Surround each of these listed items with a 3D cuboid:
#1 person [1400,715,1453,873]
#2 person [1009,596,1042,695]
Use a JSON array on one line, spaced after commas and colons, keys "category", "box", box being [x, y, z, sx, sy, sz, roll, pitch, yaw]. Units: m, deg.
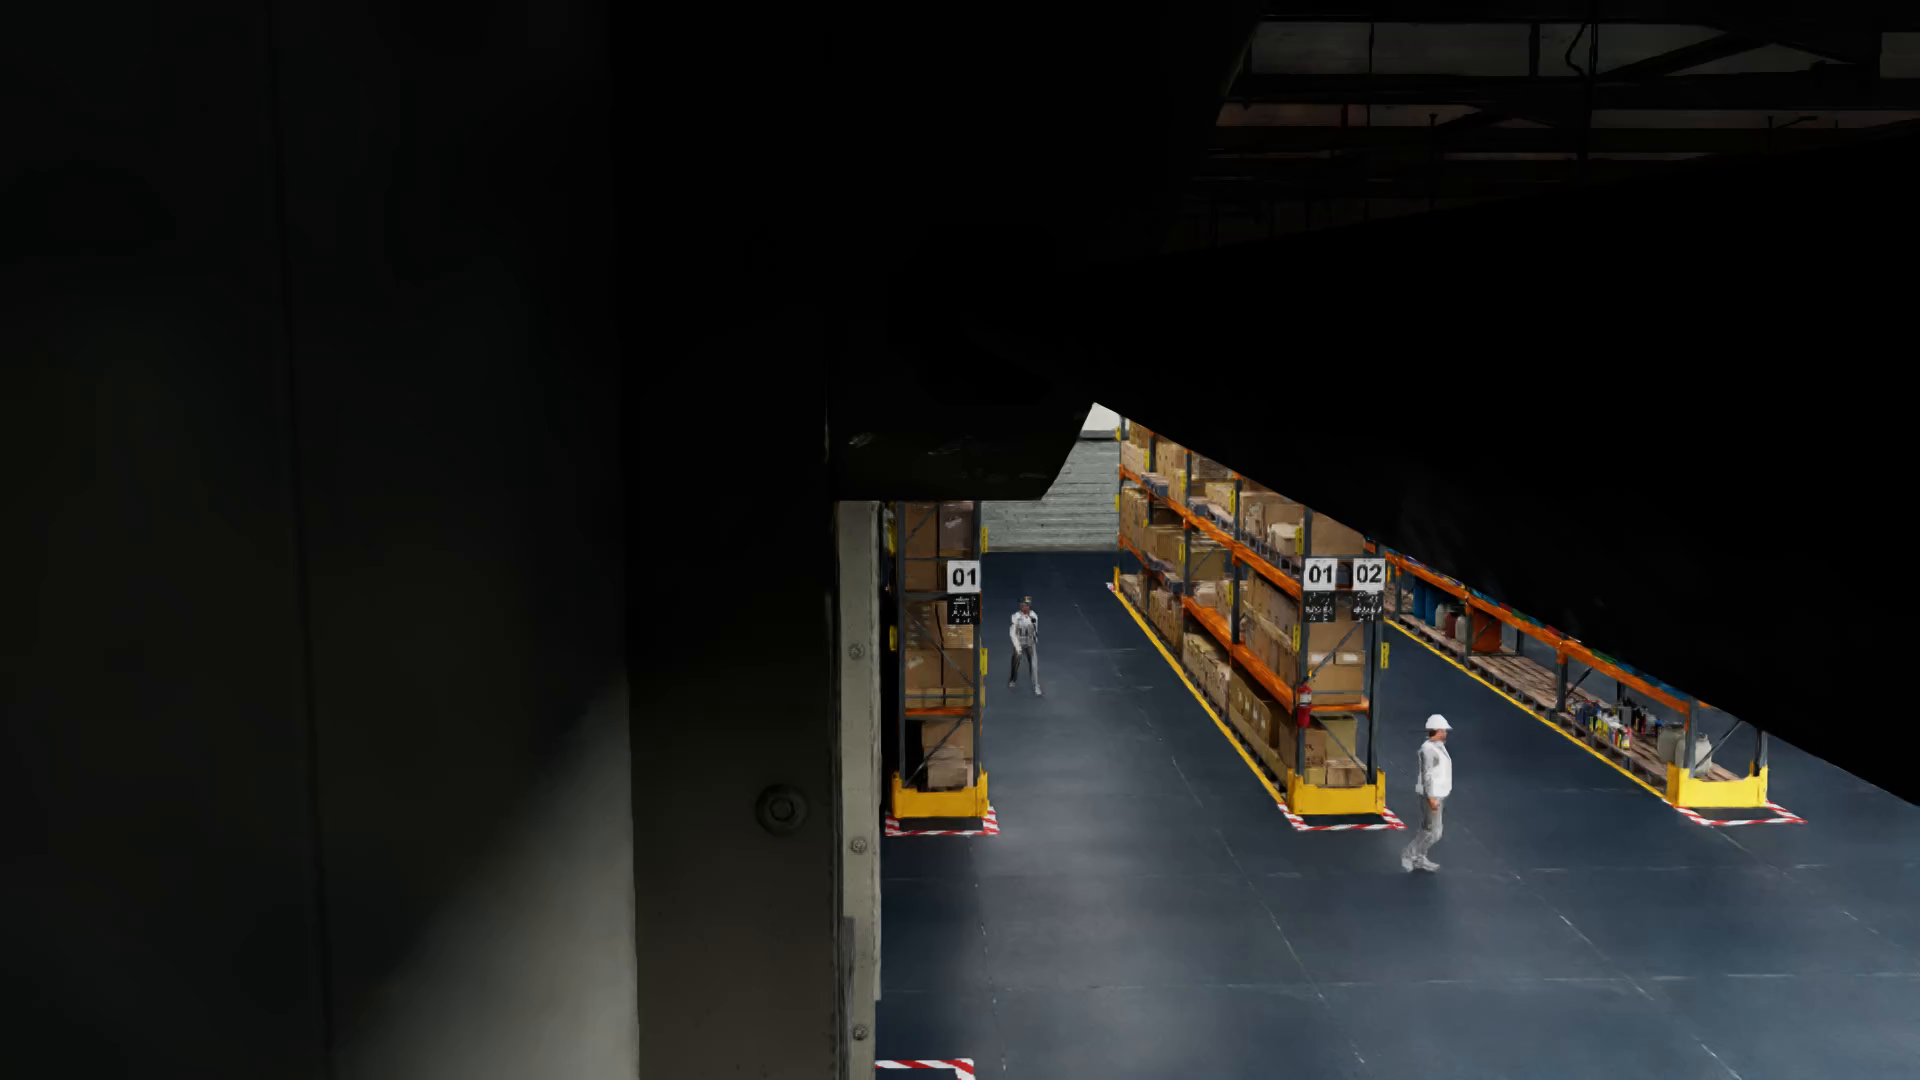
[{"category": "person", "box": [5.172, 2.810, 18.420, 0.470, 1.763, 0.695, 5, 9, 29]}, {"category": "person", "box": [1.039, 1.666, 26.838, 0.511, 1.598, 1.039, -2, 8, -12]}]
